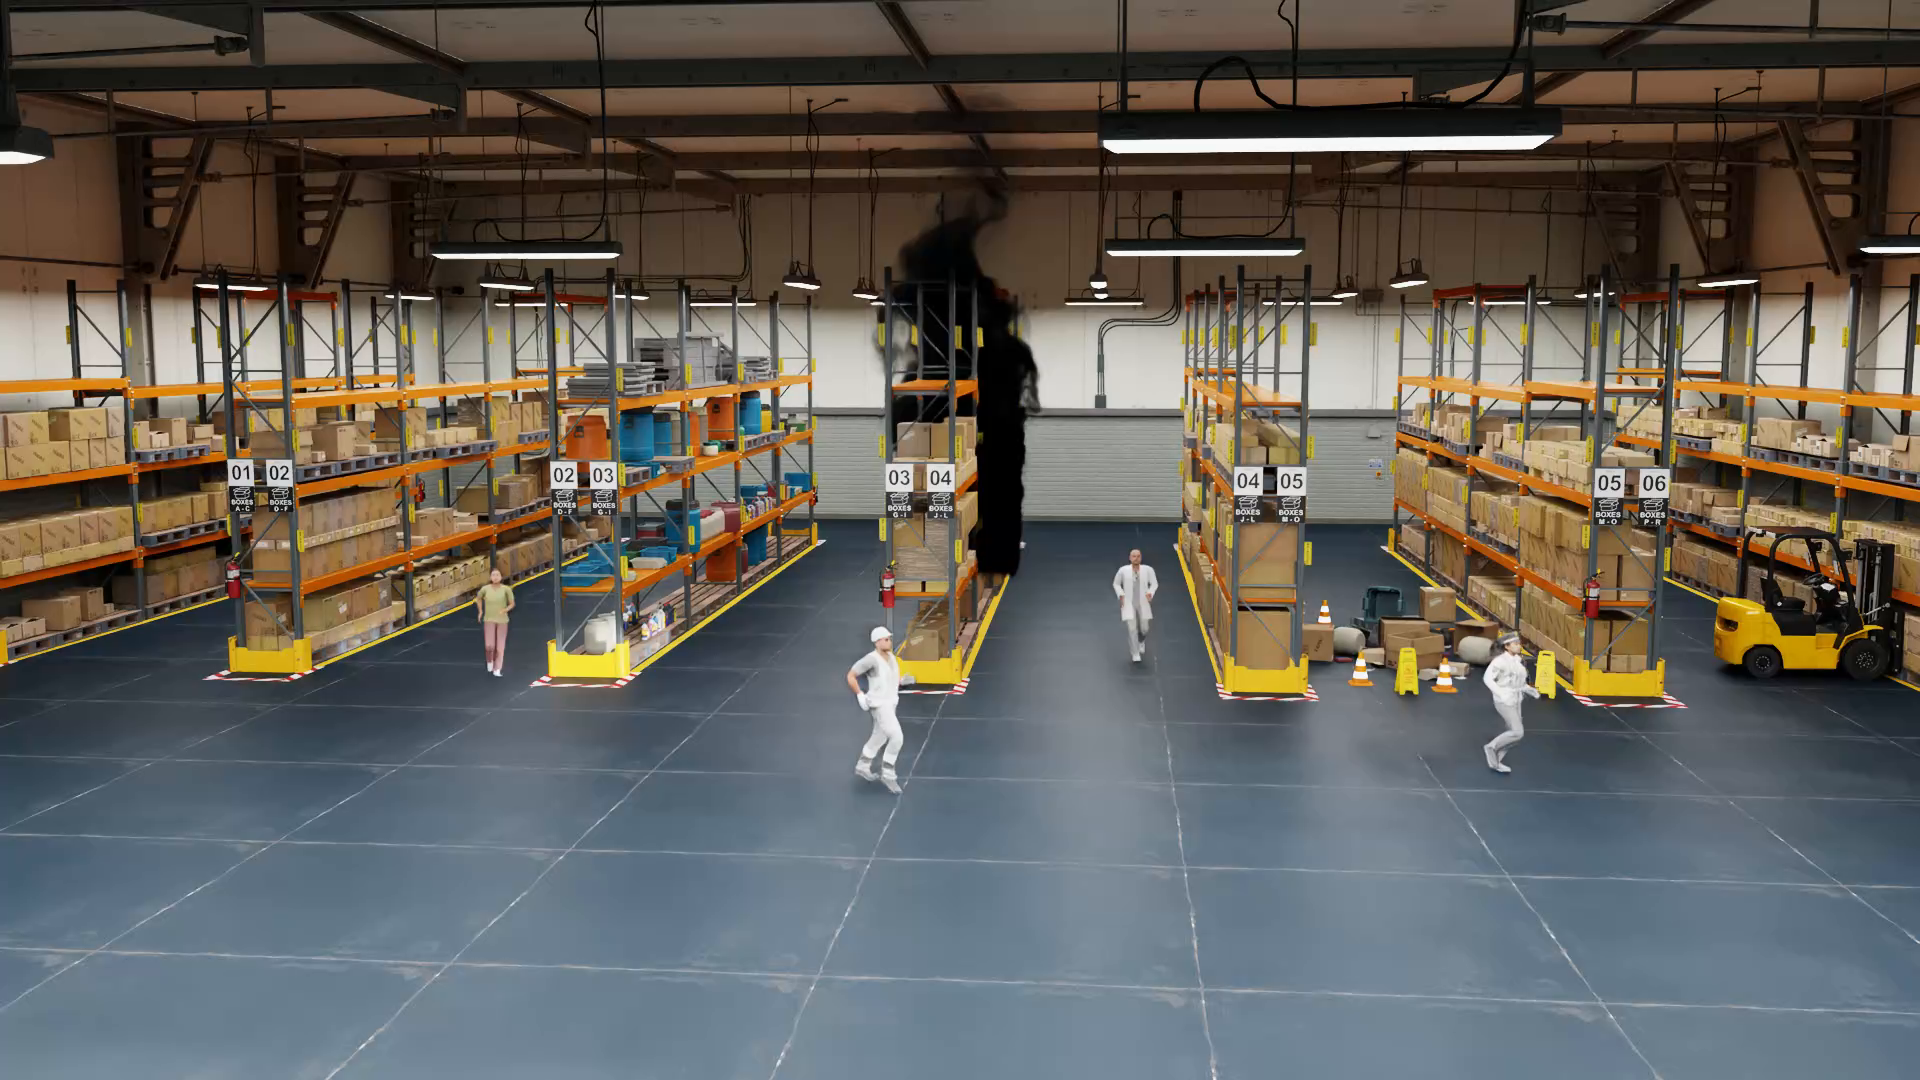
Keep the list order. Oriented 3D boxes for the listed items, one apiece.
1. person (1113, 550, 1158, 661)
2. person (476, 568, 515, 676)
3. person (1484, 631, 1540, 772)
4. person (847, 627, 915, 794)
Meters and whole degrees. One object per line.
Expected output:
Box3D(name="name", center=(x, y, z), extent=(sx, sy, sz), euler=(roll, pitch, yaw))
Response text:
Box3D(name="person", center=(2.725, 1.003, 25.872), extent=(0.696, 1.731, 0.639), euler=(0, 7, 2))
Box3D(name="person", center=(-6.855, 1.214, 24.560), extent=(0.564, 1.623, 0.539), euler=(-2, 7, -14))
Box3D(name="person", center=(6.346, 1.864, 19.119), extent=(0.592, 1.647, 0.528), euler=(-7, 10, -44))
Box3D(name="person", center=(-0.859, 1.881, 18.457), extent=(0.774, 1.846, 0.643), euler=(3, 8, 24))
